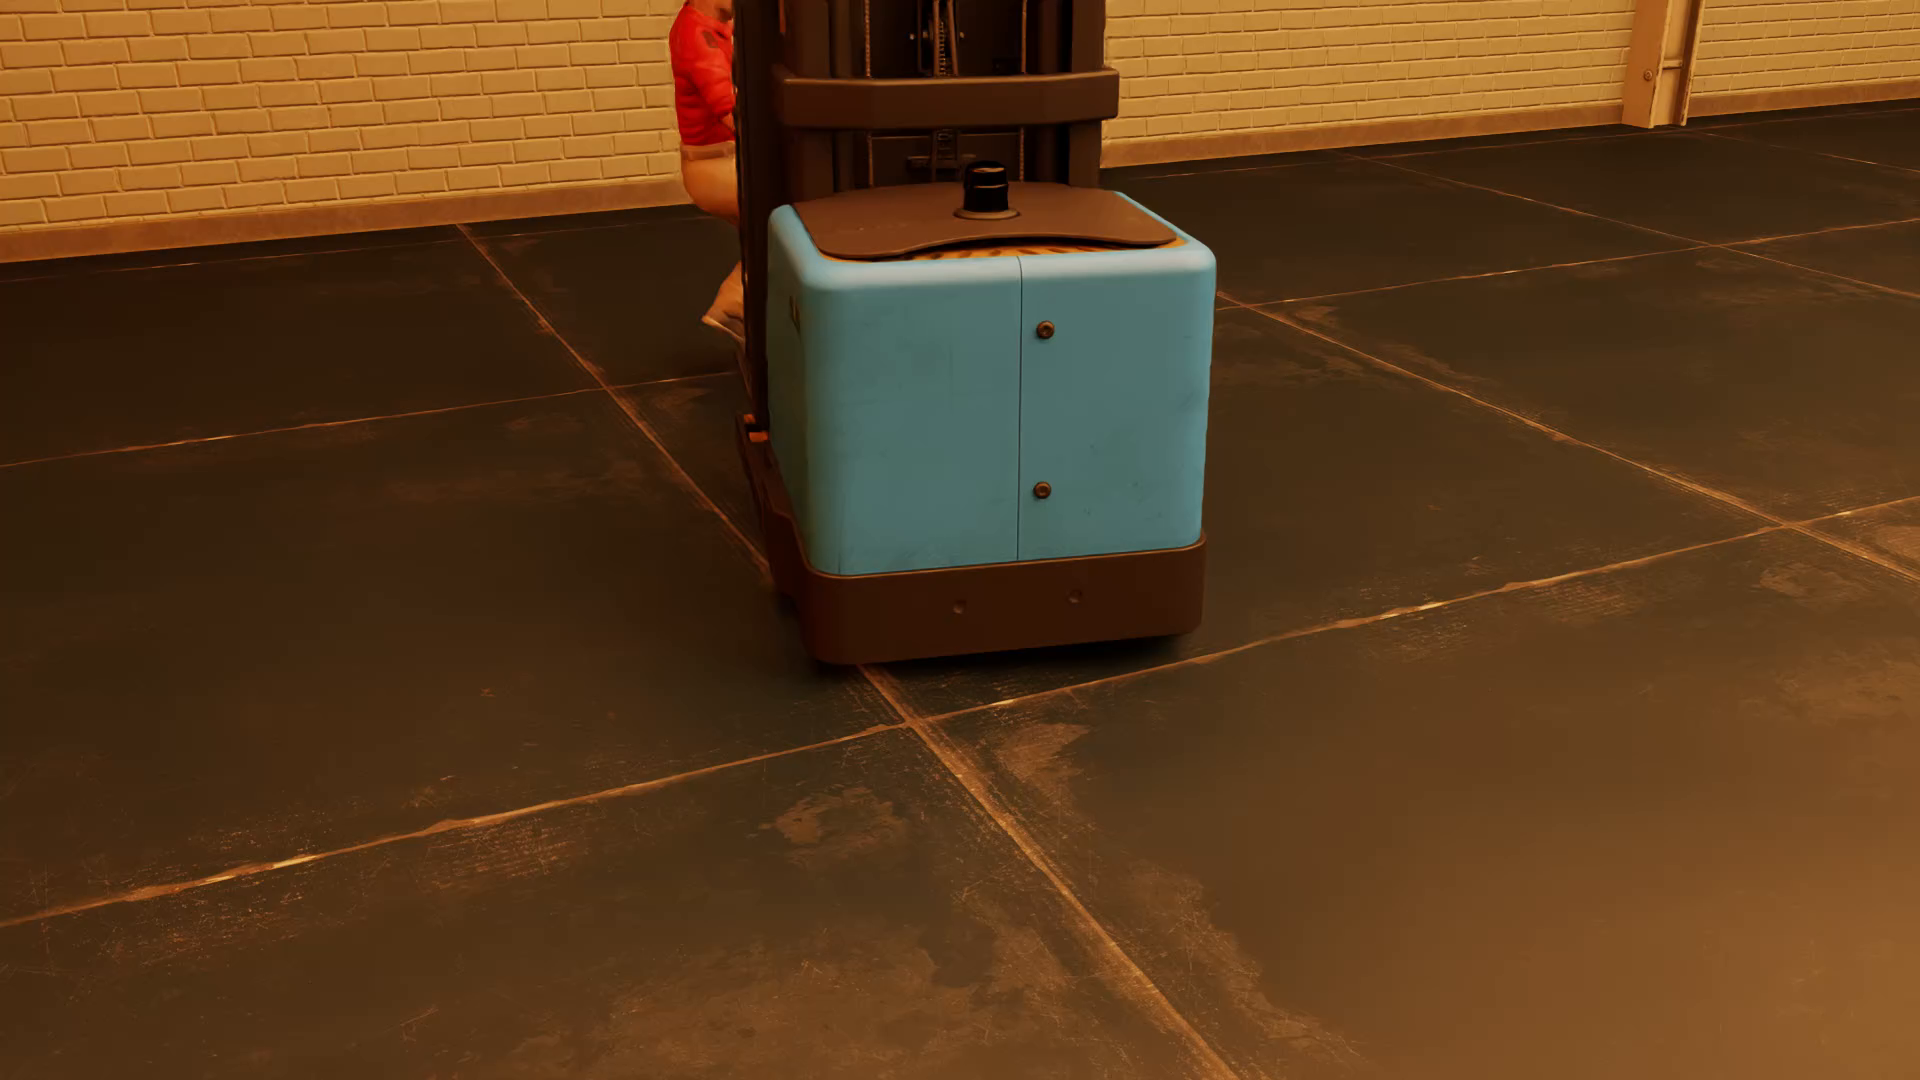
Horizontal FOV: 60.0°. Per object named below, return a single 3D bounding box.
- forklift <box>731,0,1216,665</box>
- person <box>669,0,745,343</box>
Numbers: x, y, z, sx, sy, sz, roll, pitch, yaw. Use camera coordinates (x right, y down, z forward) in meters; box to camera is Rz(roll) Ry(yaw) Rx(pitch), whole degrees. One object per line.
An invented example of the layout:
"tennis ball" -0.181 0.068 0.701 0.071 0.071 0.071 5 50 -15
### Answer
"forklift" -0.166 -1.575 5.078 1.130 2.935 3.031 -5 23 -11
"person" -0.771 -1.474 6.443 0.627 1.547 0.777 -5 23 -12
